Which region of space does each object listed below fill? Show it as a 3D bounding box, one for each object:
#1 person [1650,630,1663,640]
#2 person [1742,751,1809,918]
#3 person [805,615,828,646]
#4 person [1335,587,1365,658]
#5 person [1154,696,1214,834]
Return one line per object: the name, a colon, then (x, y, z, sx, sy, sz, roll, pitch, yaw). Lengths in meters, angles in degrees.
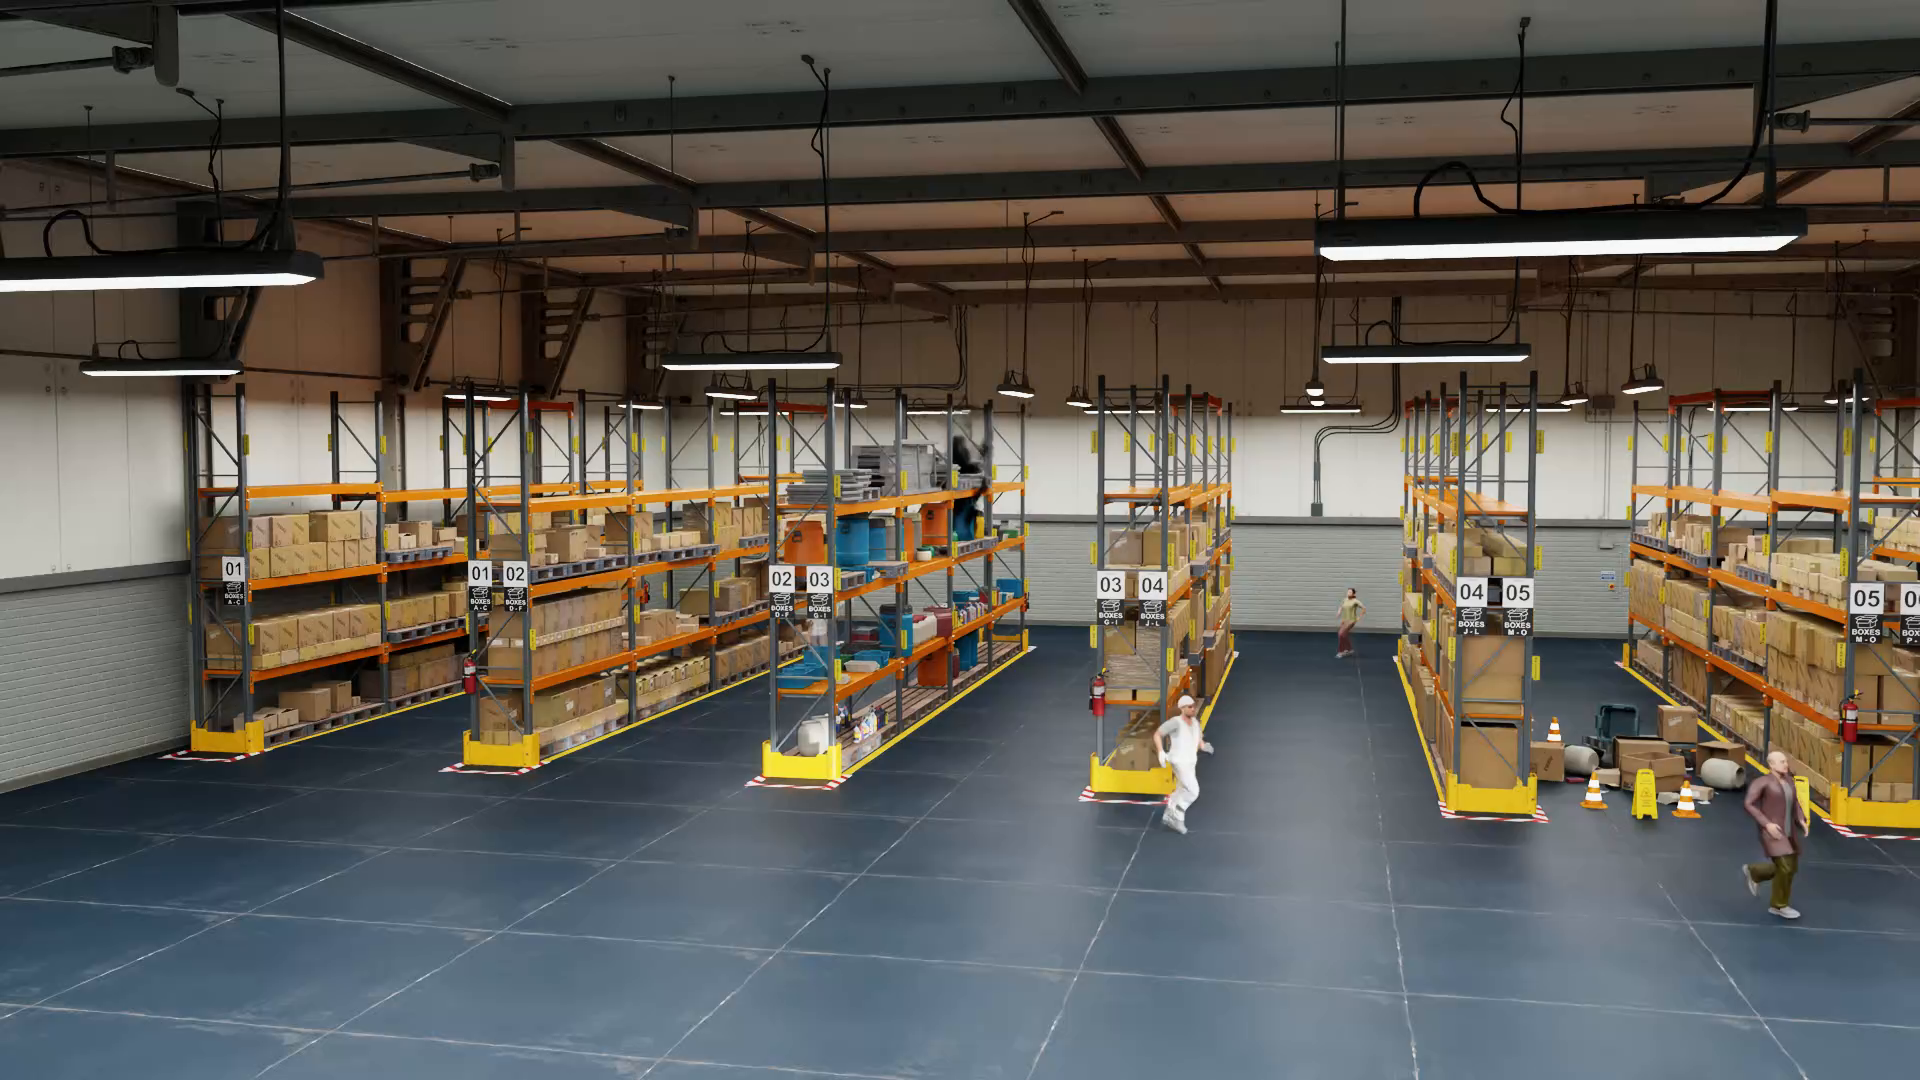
person: (16.241, 1.996, 38.482, 0.760, 1.636, 0.687, 3, 5, 44)
person: (8.675, 3.112, 17.774, 0.752, 1.734, 0.774, -2, 4, -26)
person: (-2.841, 1.979, 33.496, 0.558, 1.786, 0.656, 0, 3, 3)
person: (9.161, 1.948, 39.154, 0.689, 1.677, 0.651, -2, 4, -32)
person: (2.894, 2.887, 21.378, 0.649, 1.777, 0.786, -3, 5, -44)
